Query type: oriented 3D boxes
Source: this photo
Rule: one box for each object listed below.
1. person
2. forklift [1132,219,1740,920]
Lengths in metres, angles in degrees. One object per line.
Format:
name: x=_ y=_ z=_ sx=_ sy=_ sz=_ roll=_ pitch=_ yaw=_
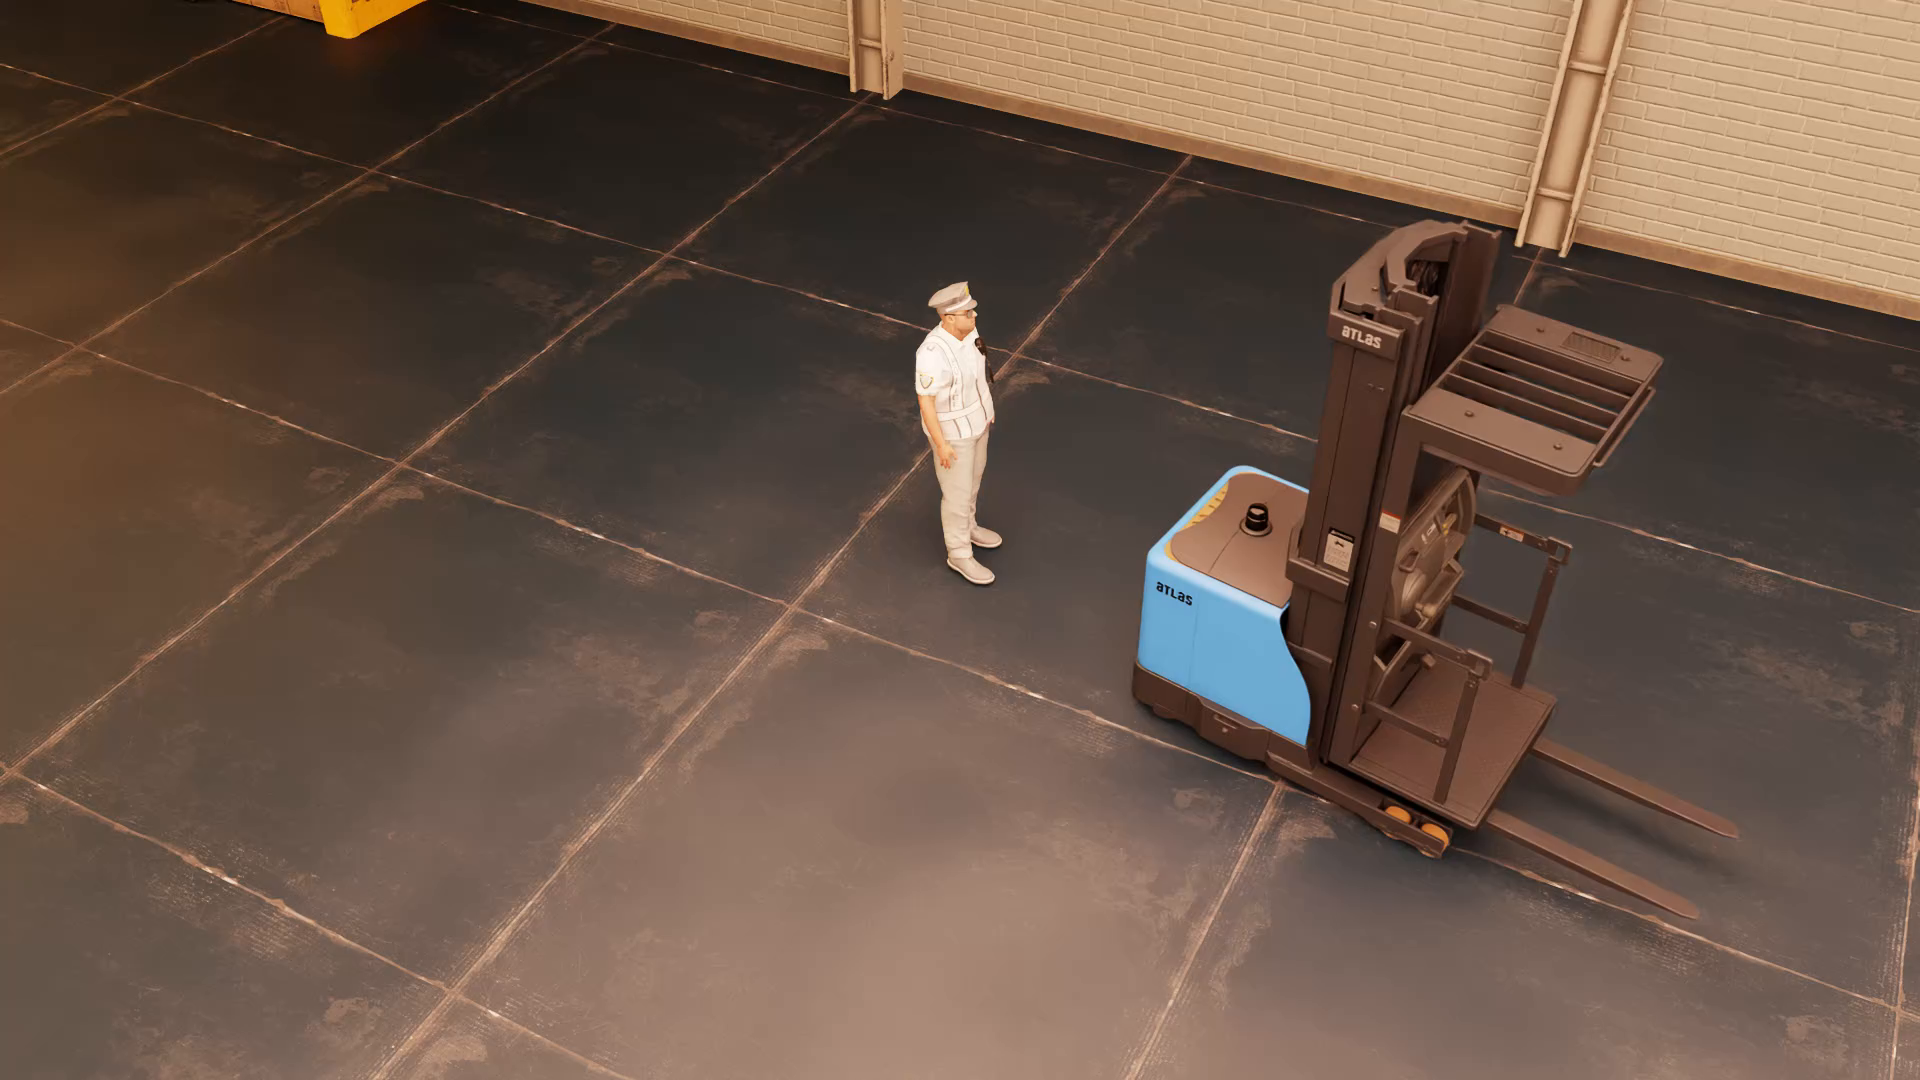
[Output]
person: x=0.064 y=-0.658 z=9.647 sx=0.574 sy=1.781 sz=0.641 roll=18 pitch=43 yaw=21
forklift: x=2.435 y=0.080 z=7.891 sx=3.031 sy=2.935 sz=1.130 roll=25 pitch=46 yaw=27
